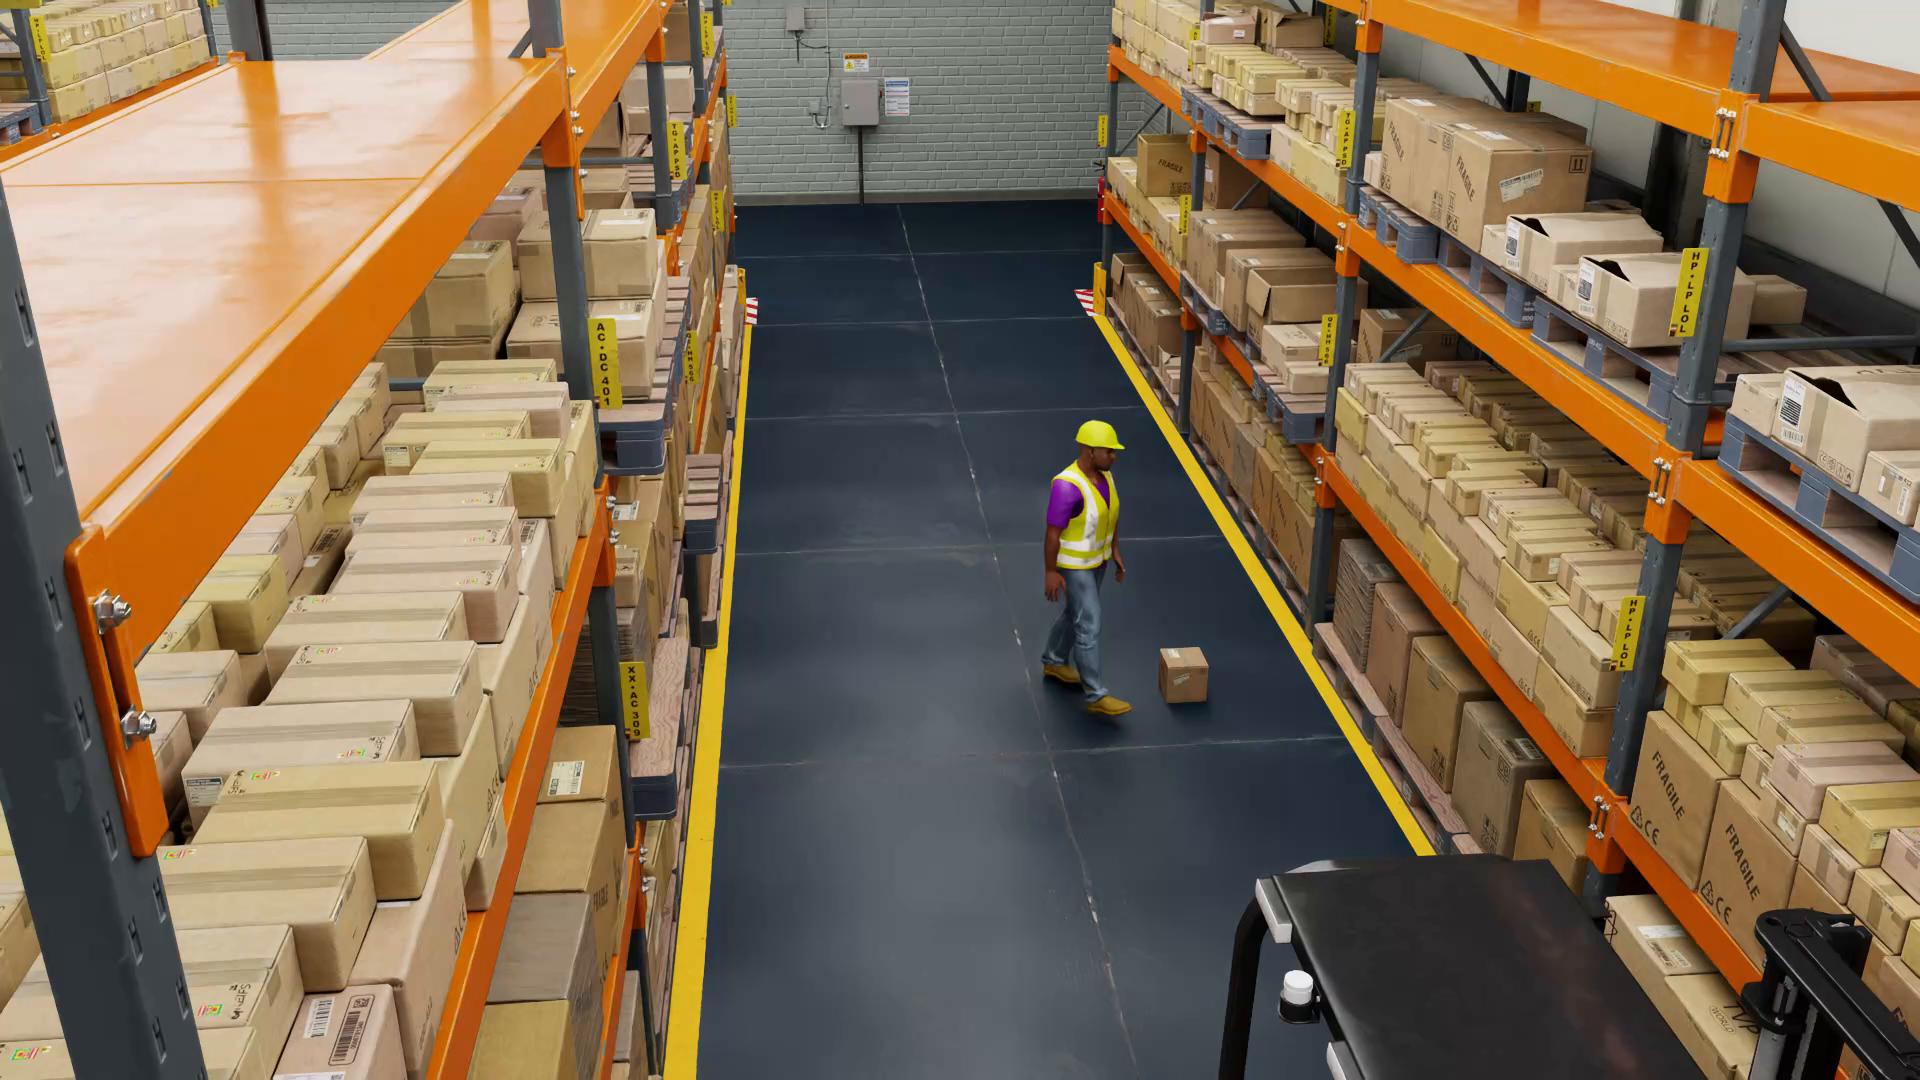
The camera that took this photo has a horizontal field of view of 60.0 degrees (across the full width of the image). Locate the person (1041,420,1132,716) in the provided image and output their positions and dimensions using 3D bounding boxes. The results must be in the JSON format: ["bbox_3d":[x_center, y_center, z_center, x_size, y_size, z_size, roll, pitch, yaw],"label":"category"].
[{"bbox_3d":[0.800,0.141,9.936,0.782,1.743,0.614,14,27,29],"label":"person"}]
